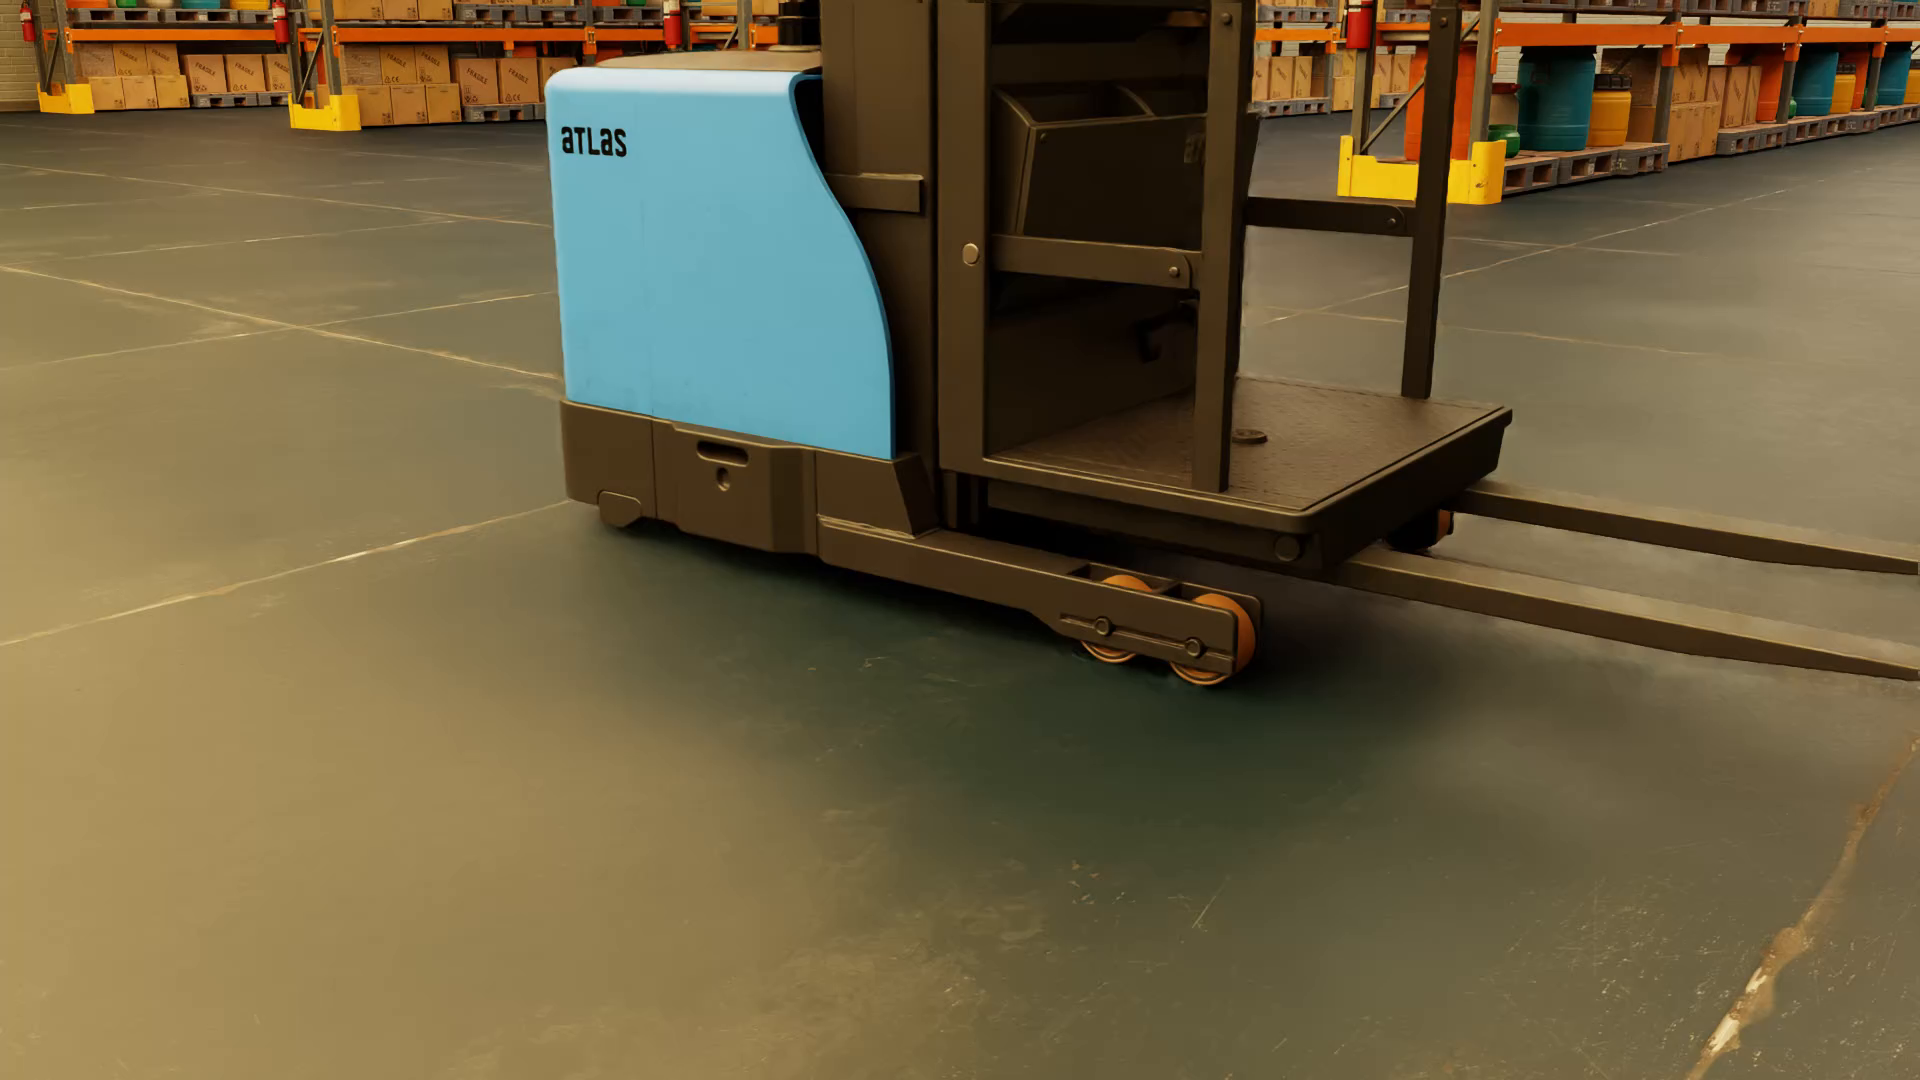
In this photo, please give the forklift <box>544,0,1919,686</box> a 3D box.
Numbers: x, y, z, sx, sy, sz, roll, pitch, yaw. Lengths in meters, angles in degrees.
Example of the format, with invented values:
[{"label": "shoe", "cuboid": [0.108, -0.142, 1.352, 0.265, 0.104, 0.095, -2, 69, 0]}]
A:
[{"label": "forklift", "cuboid": [0.526, -1.309, 3.210, 3.031, 2.935, 1.130, 12, 21, 34]}]
